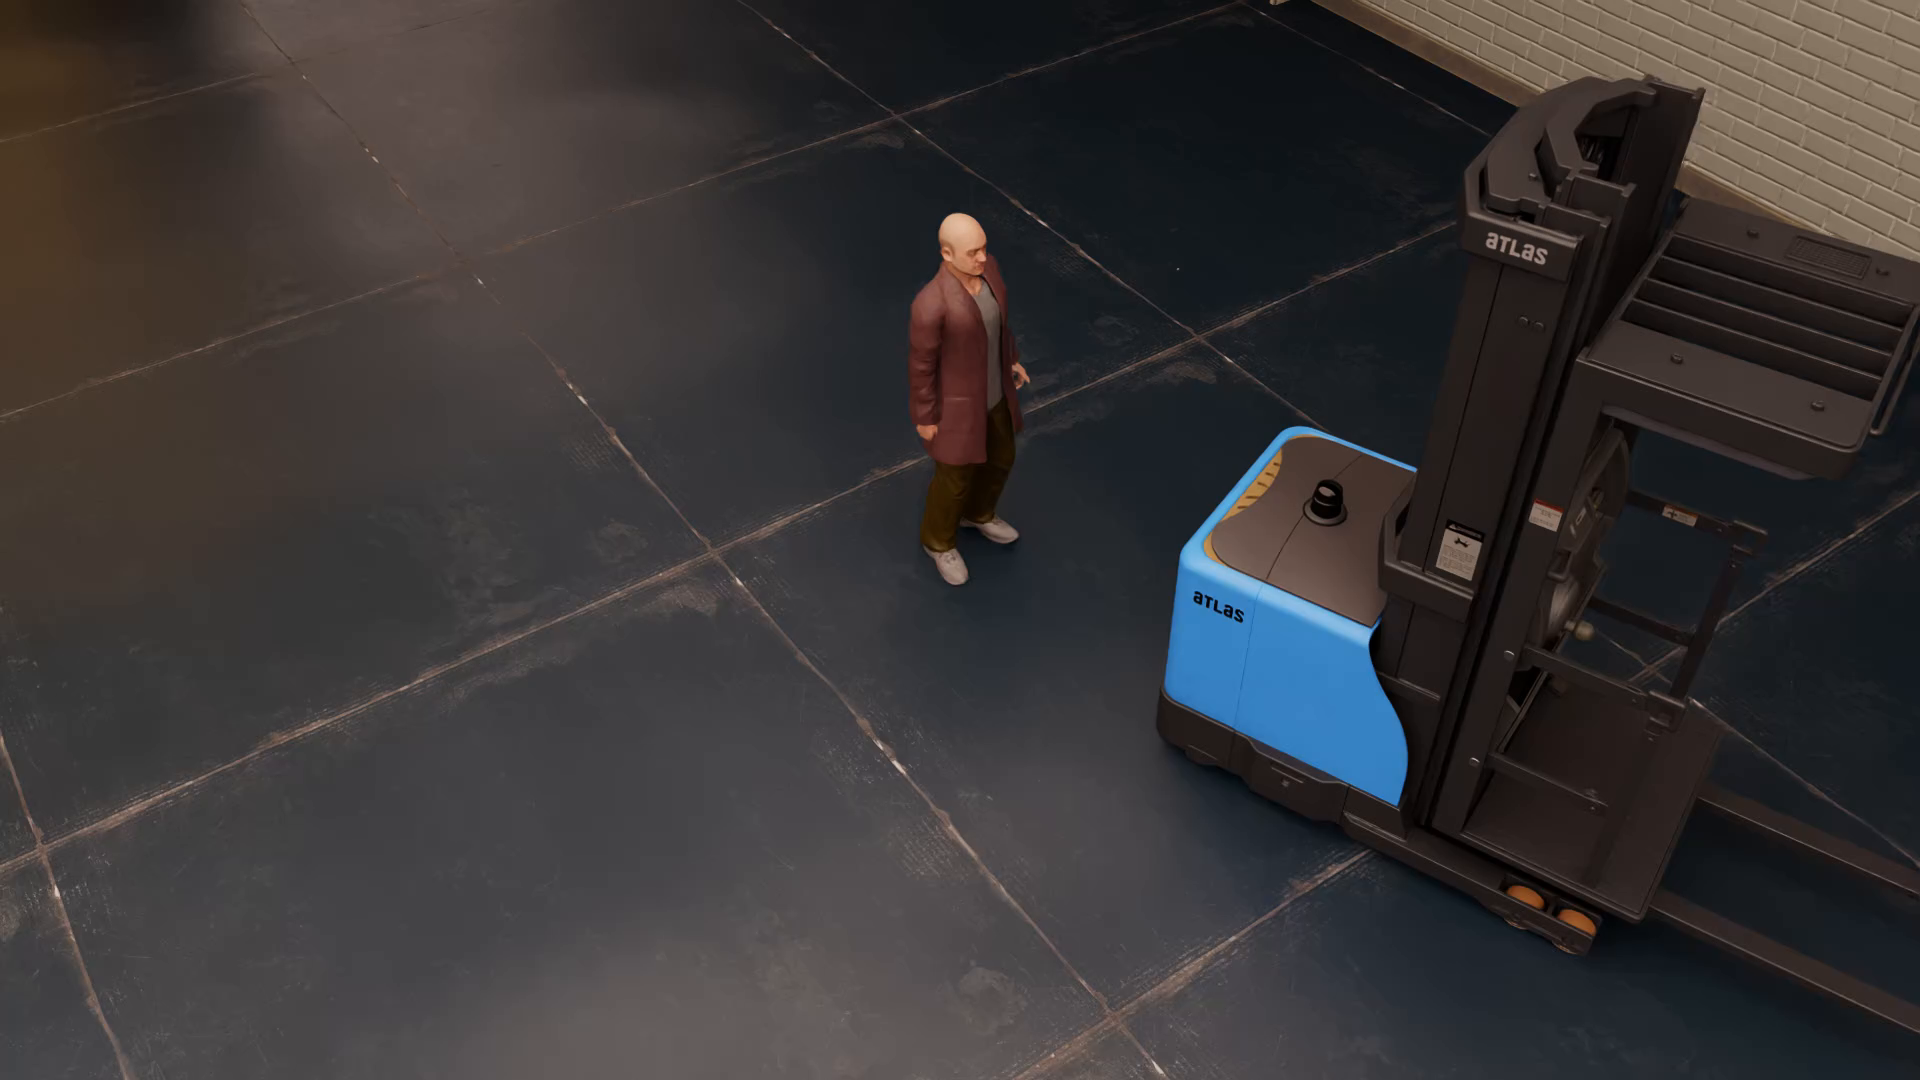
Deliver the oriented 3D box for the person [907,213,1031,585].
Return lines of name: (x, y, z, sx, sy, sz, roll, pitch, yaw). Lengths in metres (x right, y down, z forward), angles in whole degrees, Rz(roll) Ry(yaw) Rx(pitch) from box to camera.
person: (0.063, -0.640, 7.288, 0.384, 1.772, 0.645, 27, 49, 26)

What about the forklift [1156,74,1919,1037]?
forklift: (2.323, 0.049, 5.662, 3.031, 2.935, 1.130, 25, 48, 24)
